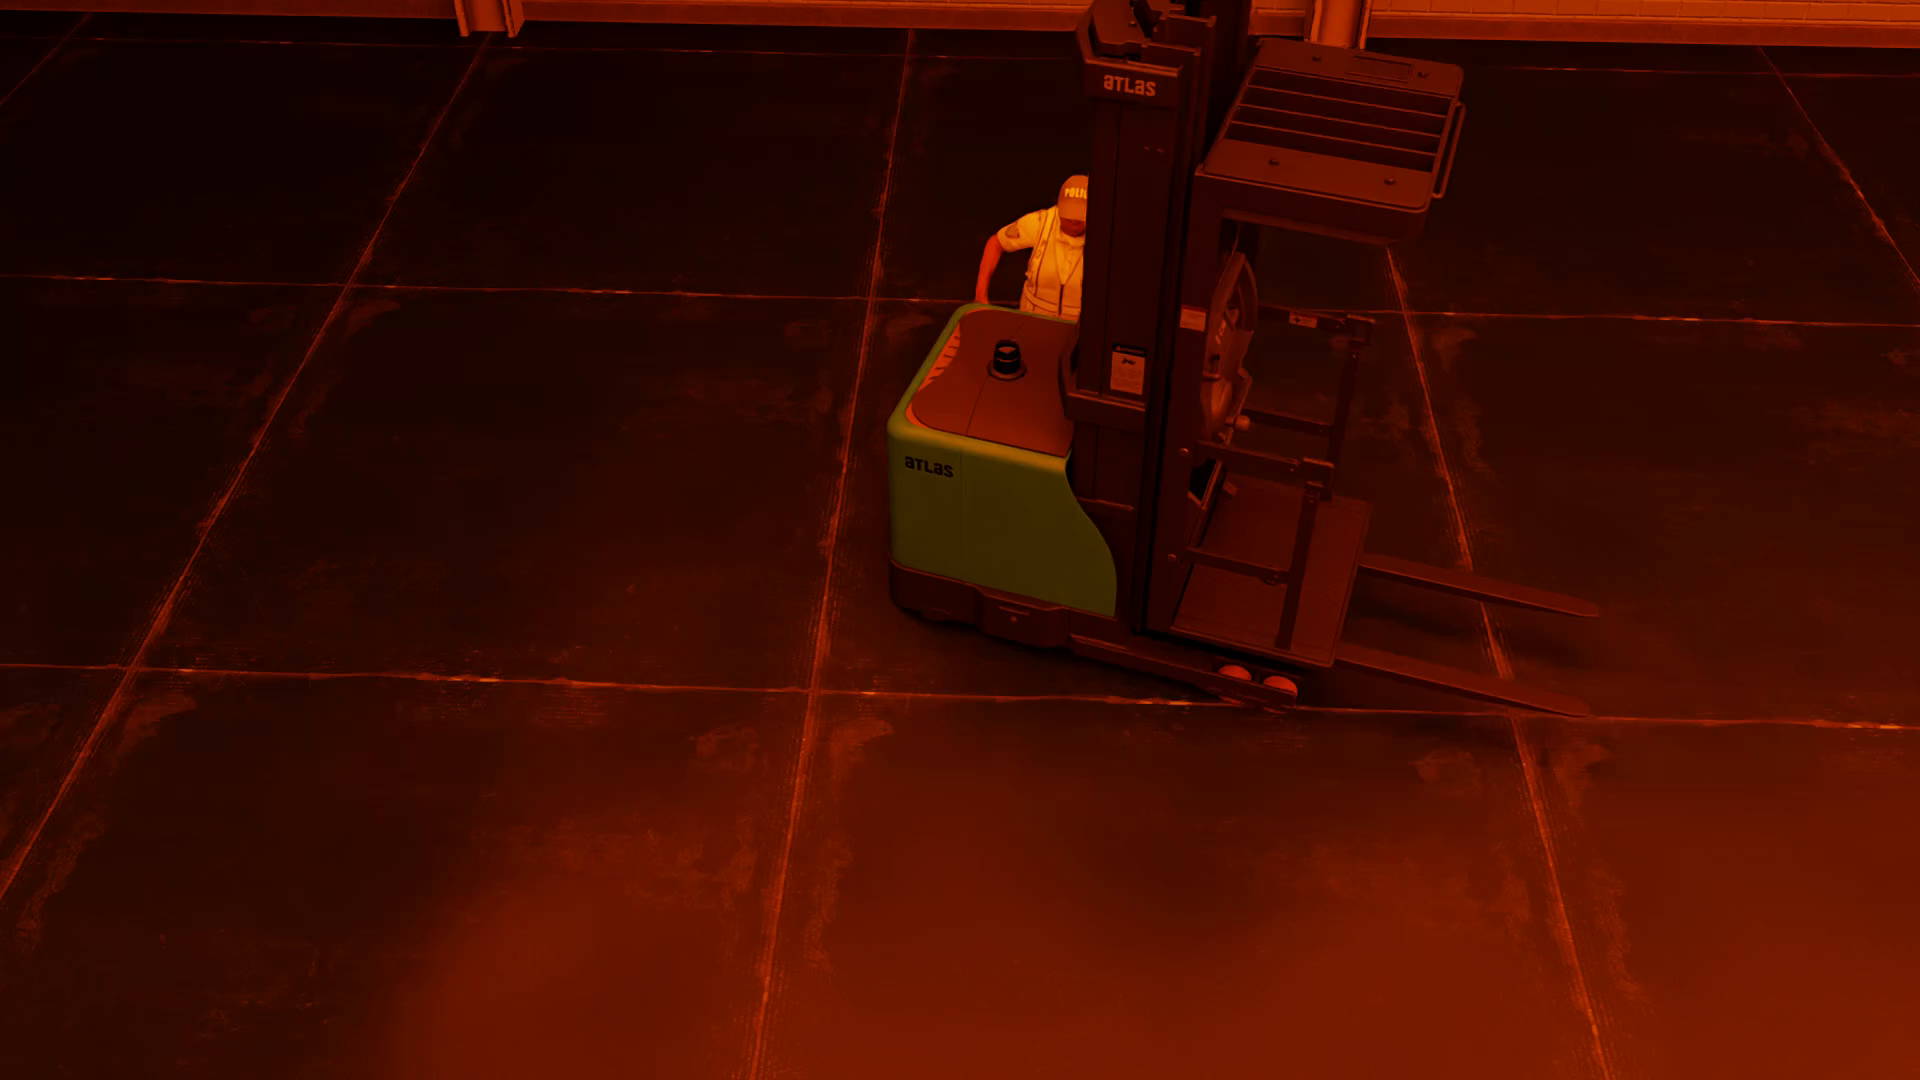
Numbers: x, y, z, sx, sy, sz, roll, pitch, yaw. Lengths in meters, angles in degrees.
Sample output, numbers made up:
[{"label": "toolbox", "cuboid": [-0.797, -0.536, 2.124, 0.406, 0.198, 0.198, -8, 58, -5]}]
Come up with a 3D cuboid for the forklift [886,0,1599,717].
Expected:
[{"label": "forklift", "cuboid": [1.253, -0.747, 6.560, 3.031, 2.935, 1.130, 13, 44, 14]}]

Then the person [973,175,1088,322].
[{"label": "person", "cuboid": [0.494, -0.966, 7.755, 0.890, 1.519, 0.676, 10, 43, 10]}]
